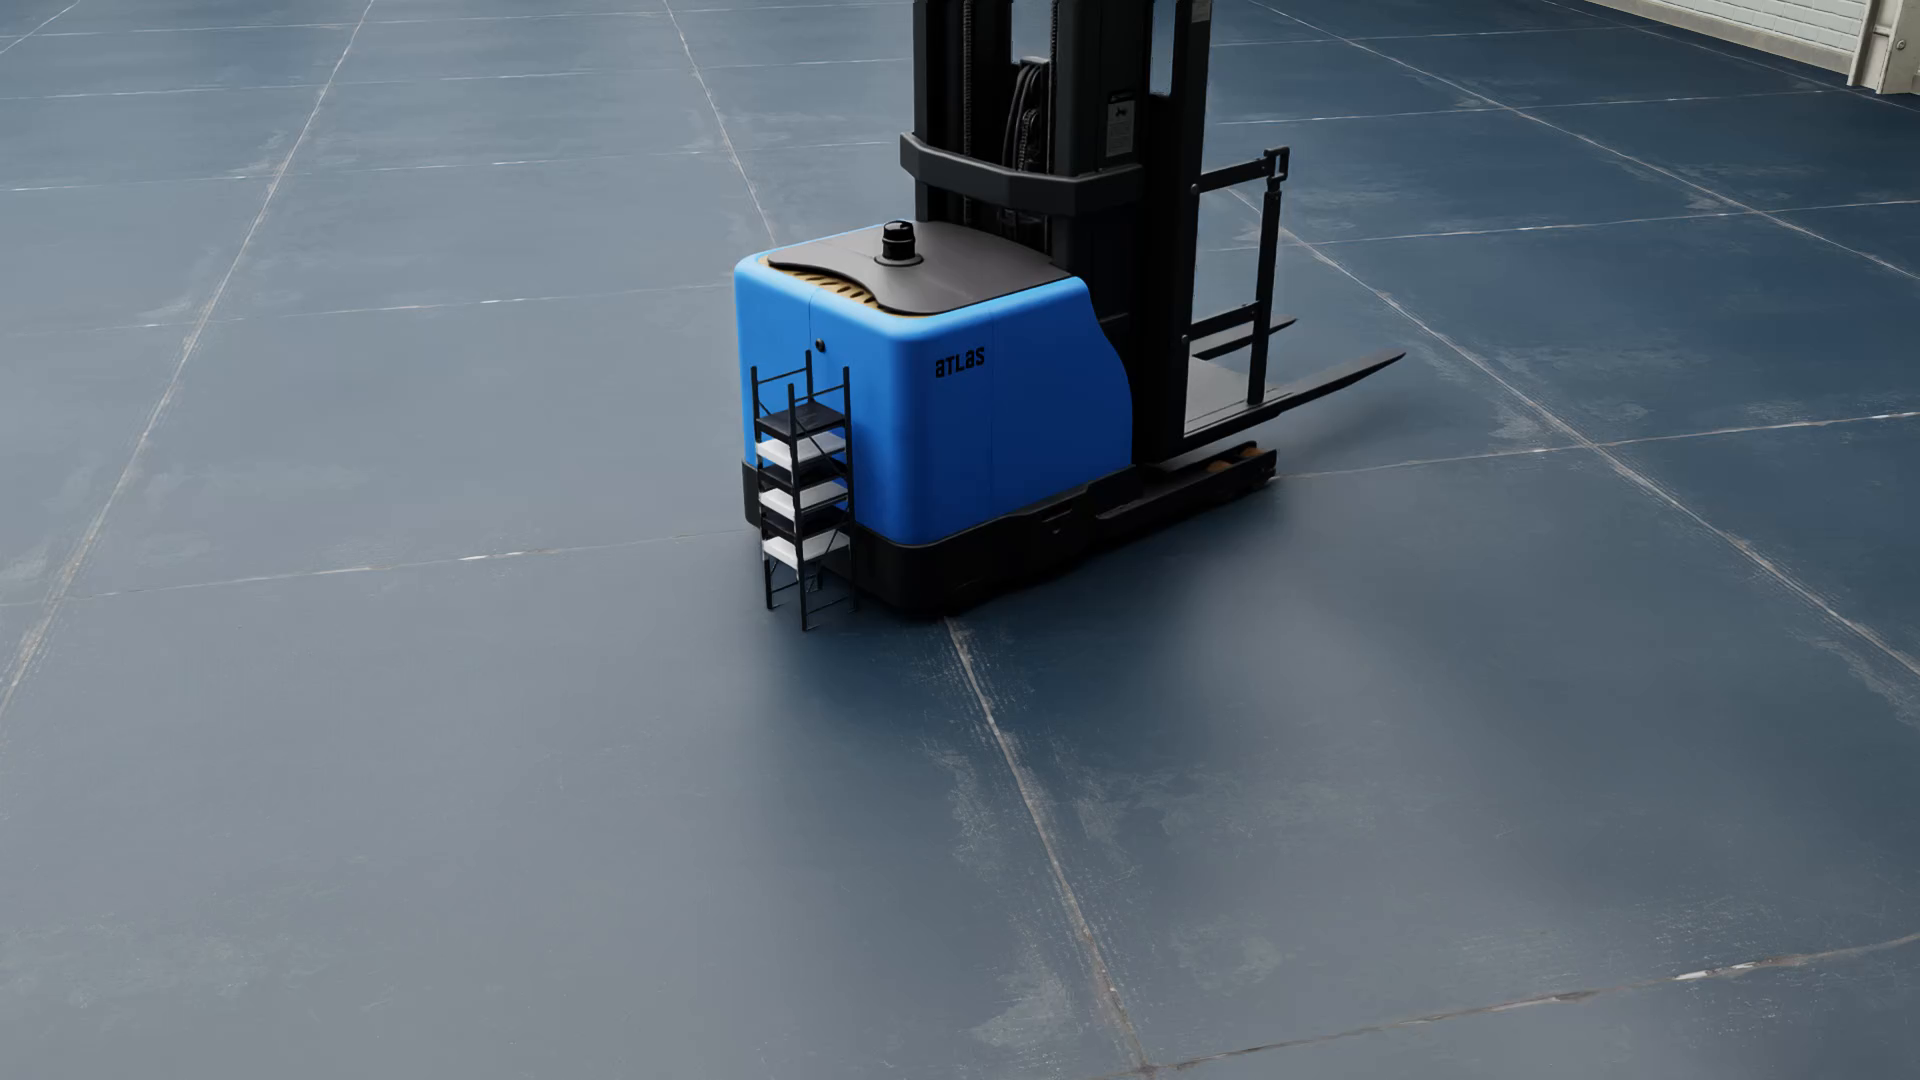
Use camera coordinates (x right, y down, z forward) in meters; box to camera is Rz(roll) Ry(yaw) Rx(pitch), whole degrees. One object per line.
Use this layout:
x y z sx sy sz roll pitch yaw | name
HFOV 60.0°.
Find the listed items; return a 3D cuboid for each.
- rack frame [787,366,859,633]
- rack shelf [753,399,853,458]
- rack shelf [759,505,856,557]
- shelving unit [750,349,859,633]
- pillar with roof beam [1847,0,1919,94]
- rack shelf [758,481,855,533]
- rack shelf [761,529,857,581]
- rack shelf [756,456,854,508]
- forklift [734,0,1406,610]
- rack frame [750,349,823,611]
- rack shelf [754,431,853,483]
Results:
-0.447 -0.124 5.494 0.240 0.900 0.006 -22 34 -36 | rack frame
-0.516 -0.369 5.455 0.258 0.077 0.200 -22 34 -36 | rack shelf
-0.513 -0.049 5.619 0.258 0.077 0.200 -22 34 -36 | rack shelf
-0.514 -0.158 5.563 0.258 0.900 0.210 -22 34 -36 | shelving unit
3.289 -7.257 10.641 9.100 9.000 0.400 -6 27 -12 | pillar with roof beam
-0.514 -0.129 5.578 0.258 0.077 0.200 -22 34 -36 | rack shelf
-0.513 0.031 5.660 0.258 0.077 0.200 -22 34 -36 | rack shelf
-0.515 -0.209 5.537 0.258 0.077 0.200 -22 34 -36 | rack shelf
0.632 -1.613 6.193 3.031 2.935 1.130 -22 34 -36 | forklift
-0.581 -0.193 5.631 0.240 0.900 0.006 -22 34 -36 | rack frame
-0.515 -0.289 5.496 0.258 0.077 0.200 -22 34 -36 | rack shelf
